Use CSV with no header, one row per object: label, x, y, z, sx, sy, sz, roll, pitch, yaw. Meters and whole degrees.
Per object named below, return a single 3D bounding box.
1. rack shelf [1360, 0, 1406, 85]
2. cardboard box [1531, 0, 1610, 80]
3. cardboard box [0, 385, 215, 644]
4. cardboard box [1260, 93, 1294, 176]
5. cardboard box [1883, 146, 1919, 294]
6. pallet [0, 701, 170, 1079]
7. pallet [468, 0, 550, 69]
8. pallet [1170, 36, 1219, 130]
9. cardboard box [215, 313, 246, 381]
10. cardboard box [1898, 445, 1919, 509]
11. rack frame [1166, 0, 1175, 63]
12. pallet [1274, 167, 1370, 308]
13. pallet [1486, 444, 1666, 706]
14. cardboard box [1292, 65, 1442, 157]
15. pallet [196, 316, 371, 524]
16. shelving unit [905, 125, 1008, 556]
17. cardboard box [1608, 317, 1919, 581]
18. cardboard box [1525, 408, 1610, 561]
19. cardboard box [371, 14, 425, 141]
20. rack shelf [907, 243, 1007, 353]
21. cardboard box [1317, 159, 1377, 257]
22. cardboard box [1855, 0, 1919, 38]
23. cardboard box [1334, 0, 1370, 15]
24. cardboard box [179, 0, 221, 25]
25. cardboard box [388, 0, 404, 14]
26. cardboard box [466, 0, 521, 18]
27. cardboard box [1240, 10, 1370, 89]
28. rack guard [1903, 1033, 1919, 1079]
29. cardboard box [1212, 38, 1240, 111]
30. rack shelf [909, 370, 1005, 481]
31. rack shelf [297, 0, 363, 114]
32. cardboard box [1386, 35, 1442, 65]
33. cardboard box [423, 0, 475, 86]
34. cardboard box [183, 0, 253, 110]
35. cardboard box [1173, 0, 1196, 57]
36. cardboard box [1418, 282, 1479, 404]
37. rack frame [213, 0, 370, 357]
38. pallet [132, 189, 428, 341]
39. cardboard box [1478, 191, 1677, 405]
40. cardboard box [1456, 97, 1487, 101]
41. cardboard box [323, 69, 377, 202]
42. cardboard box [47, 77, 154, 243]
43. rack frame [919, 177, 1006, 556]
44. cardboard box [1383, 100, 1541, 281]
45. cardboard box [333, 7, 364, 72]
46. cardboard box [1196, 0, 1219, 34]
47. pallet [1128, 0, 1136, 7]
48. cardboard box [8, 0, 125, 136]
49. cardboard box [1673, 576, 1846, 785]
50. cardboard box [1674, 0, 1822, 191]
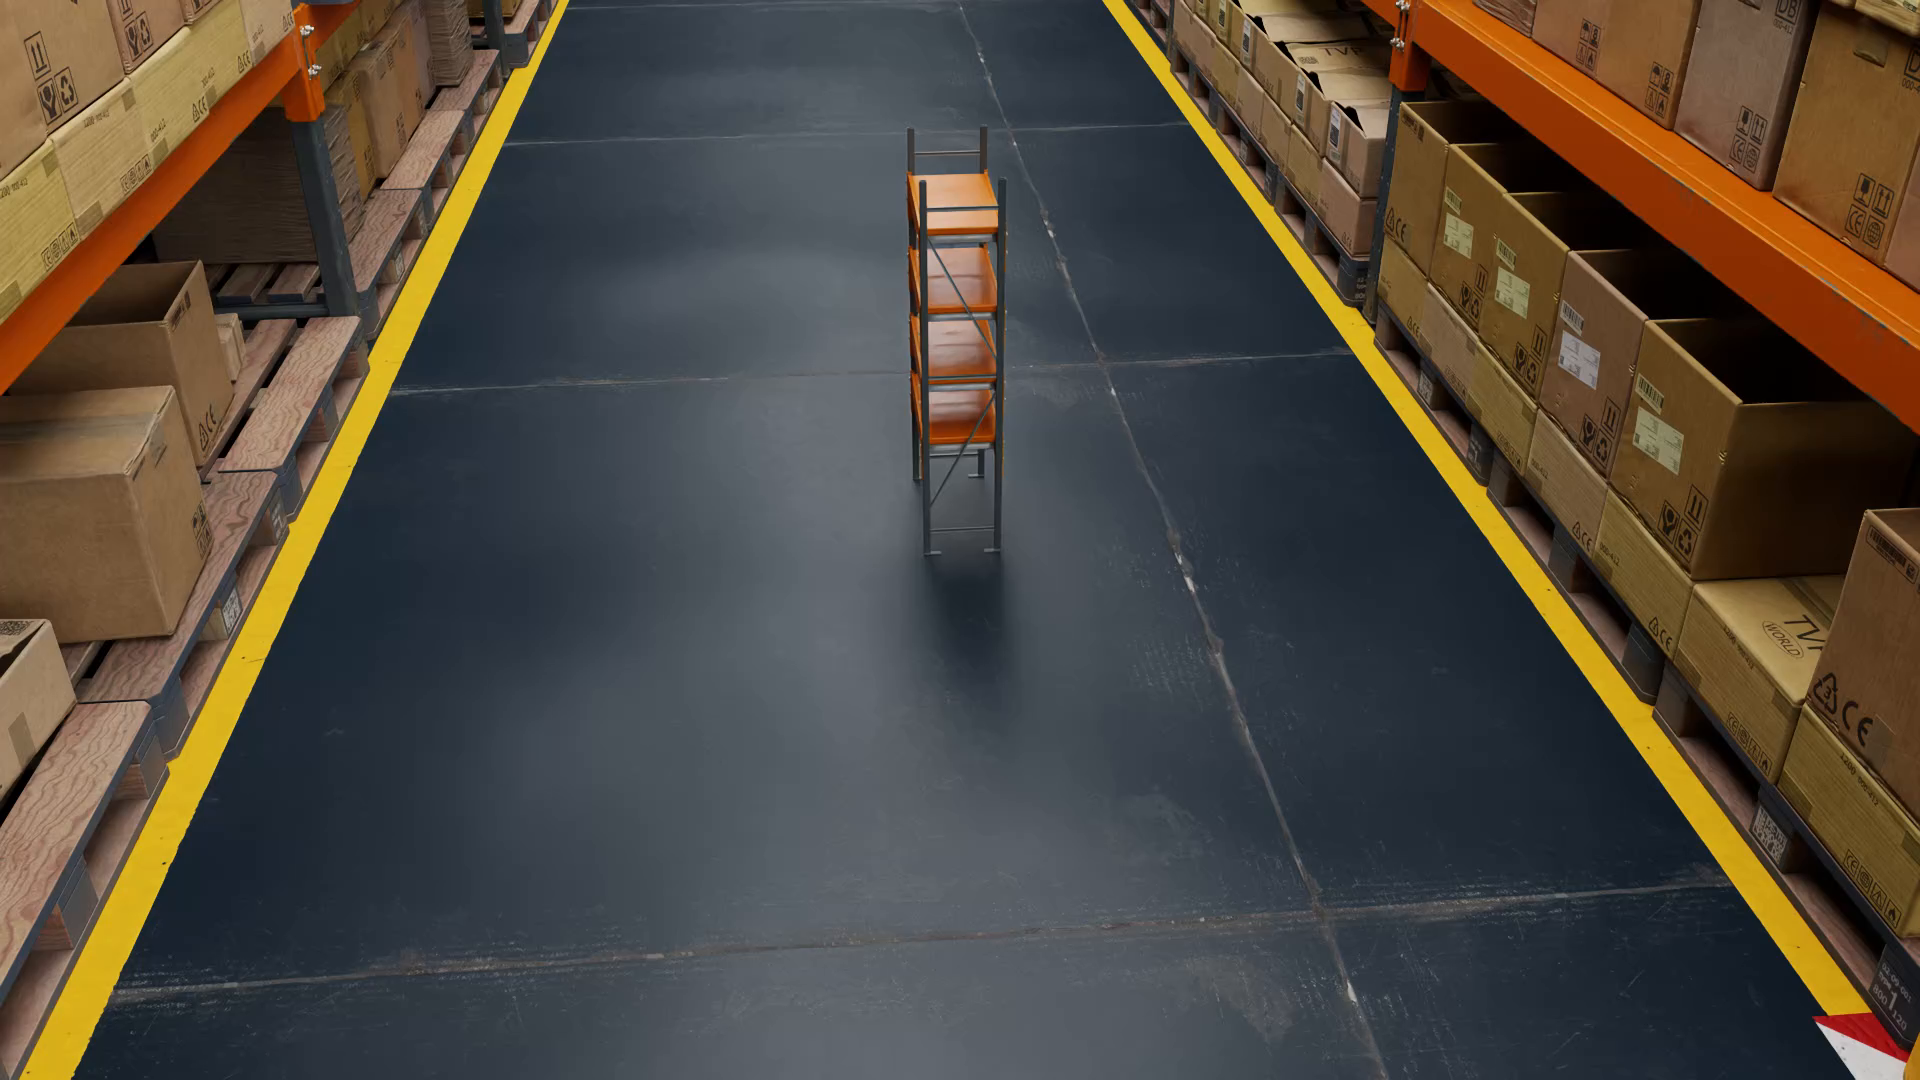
rack shelf,1.956,-2.911,7.900,1.077,0.370,4.000,-3,31,-5
cardboard box,2.246,-1.747,5.152,0.700,0.500,0.500,-3,31,-5
cardboard box,-2.462,-0.059,4.432,0.700,0.500,0.500,-5,31,-8
cardboard box,1.722,-1.916,7.805,0.500,0.250,0.500,-2,31,-3
cardboard box,2.432,-0.707,3.410,0.700,0.500,0.500,-2,31,-3
pallet,-2.463,0.824,3.664,1.003,0.211,1.213,-3,31,-5
pallet,-3.161,-3.211,10.420,1.003,0.211,1.213,-3,31,-5
pallet,1.807,-2.622,9.434,1.003,0.211,1.213,-3,31,-5
cardboard box,-2.709,-0.661,5.765,0.380,0.166,0.250,-7,32,-11
cardboard box,2.580,-0.273,4.322,0.500,0.500,0.500,-3,31,-5
rack frame,1.769,-4.241,9.425,1.000,3.000,0.127,-3,31,-5
pallet,2.035,-1.376,7.348,1.003,0.211,1.213,-3,31,-5
pallet,2.292,0.030,4.993,1.003,0.211,1.213,-3,31,-5
cardboard box,1.765,-1.898,7.227,0.500,0.311,0.500,-2,31,-3
pallet,-2.691,-0.421,5.750,1.003,0.211,1.213,-3,31,-5
shelving unit,-0.015,-0.600,5.084,0.258,1.200,0.503,-3,31,-5
cardboard box,2.062,-0.248,4.281,0.500,0.500,0.500,-3,31,-5
cardboard box,2.020,-0.182,4.901,0.500,0.250,0.500,-3,31,-5
cardboard box,-3.037,-2.232,8.070,0.700,0.500,0.500,-3,31,-5
rack shelf,-0.015,-0.734,5.004,0.258,0.148,0.480,-3,31,-5
cardboard box,1.815,-1.397,6.935,0.500,0.250,0.500,-3,31,-5
cardboard box,2.195,-1.191,3.588,0.380,0.149,0.250,-2,31,-3
cardboard box,2.163,-2.703,8.576,0.500,0.311,0.500,-3,31,-5
cardboard box,-2.385,-1.745,4.641,0.500,0.500,0.500,-3,31,-5
cardboard box,-3.053,-2.781,8.257,0.500,0.250,0.500,-2,31,-4
cardboard box,-3.101,-3.641,10.107,0.750,0.750,0.750,-3,31,-5
cardboard box,1.677,-2.410,8.084,0.500,0.311,0.500,-3,31,-5
rack guard,2.519,0.929,3.208,1.175,0.500,0.348,-3,31,-5
cardboard box,1.628,-2.438,8.678,0.500,0.250,0.500,-4,31,-6
rack shelf,-0.015,-0.371,5.220,0.258,0.148,0.480,-3,31,-5
rack shelf,-2.976,-2.672,7.500,1.077,0.370,4.000,-3,31,-5
cardboard box,2.261,-2.183,7.704,0.500,0.311,0.500,-4,31,-6
cardboard box,-3.044,-2.753,8.942,0.700,0.500,0.500,-2,31,-4
cardboard box,-2.405,-1.422,4.832,0.500,0.250,0.500,-3,31,-4
cardboard box,1.525,-2.960,9.552,0.500,0.250,0.500,-3,31,-5
cardboard box,1.926,-0.692,5.755,0.500,0.250,0.500,-3,31,-5
rack frame,-2.789,-1.960,5.606,1.000,3.000,0.127,-3,31,-5
pallet,-2.863,-1.160,6.986,1.003,0.211,1.213,-3,31,-5
cardboard box,1.968,-0.758,5.135,0.500,0.500,0.500,-3,31,-5
cardboard box,2.352,-1.663,6.833,0.500,0.311,0.500,-3,31,-4
cardboard box,-2.973,-1.712,7.199,0.700,0.500,0.500,-3,31,-6
cardboard box,-2.294,-0.909,3.974,0.500,0.250,0.500,-2,31,-4
rack frame,0.007,-0.475,4.875,0.240,1.200,0.015,-3,31,-5
cardboard box,1.874,-1.269,5.990,0.500,0.500,0.500,-3,31,-5
cardboard box,-2.971,-2.263,7.390,0.500,0.250,0.500,-4,31,-6
cardboard box,1.583,-2.933,8.959,0.500,0.311,0.500,-3,31,-6
pallet,1.626,-4.048,11.822,1.003,0.211,1.213,-3,31,-5
cardboard box,-2.299,-1.222,3.766,0.500,0.500,0.500,-2,31,-3
cardboard box,2.113,0.329,4.046,0.500,0.250,0.500,-3,31,-5
cardboard box,2.338,-1.229,4.285,0.700,0.500,0.500,-2,31,-3
